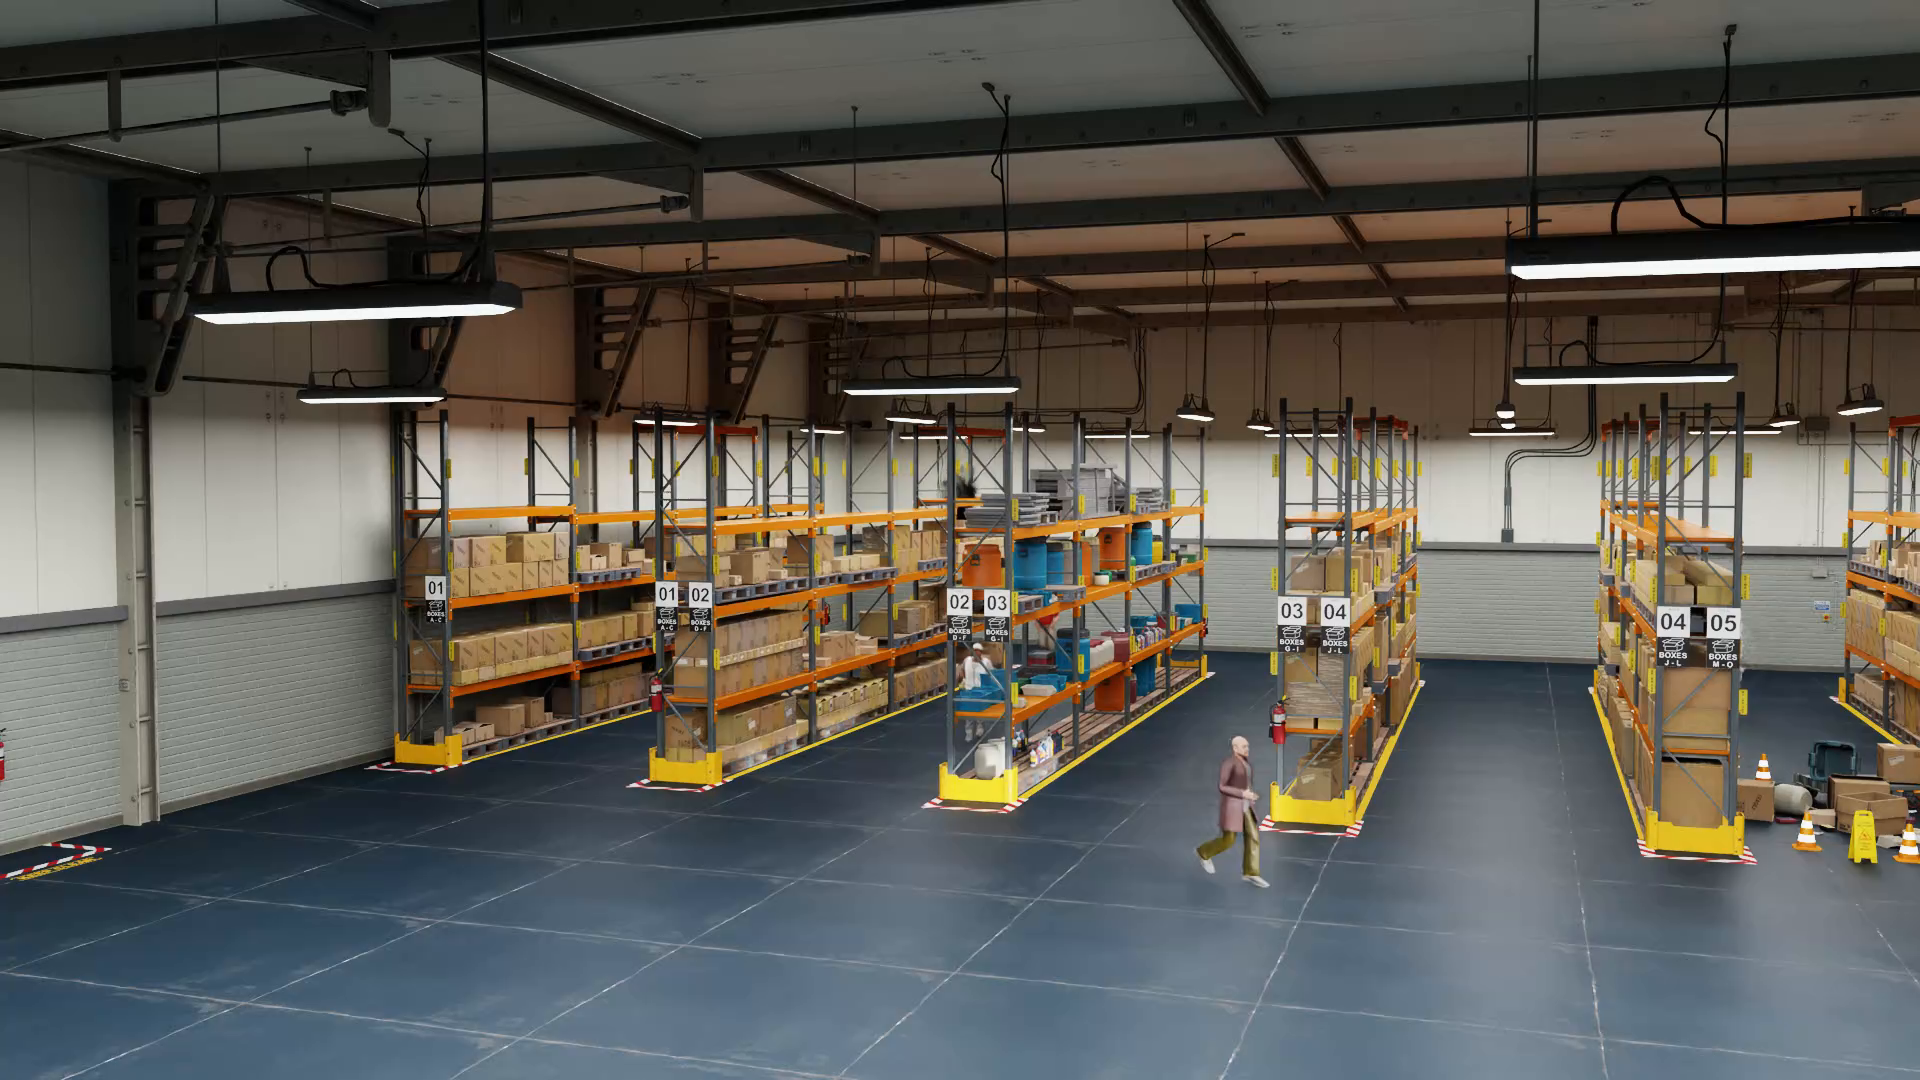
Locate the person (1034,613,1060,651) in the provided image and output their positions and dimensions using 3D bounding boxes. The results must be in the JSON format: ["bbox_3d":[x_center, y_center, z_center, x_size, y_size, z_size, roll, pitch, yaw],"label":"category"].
[{"bbox_3d":[2.078,2.179,40.303,0.664,1.668,0.540,0,2,7],"label":"person"}]

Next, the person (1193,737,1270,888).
[{"bbox_3d":[3.293,3.253,20.109,1.011,1.783,0.691,2,3,43],"label":"person"}]

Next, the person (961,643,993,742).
[{"bbox_3d":[0.298,2.807,30.617,0.654,1.834,0.764,0,2,10],"label":"person"}]
